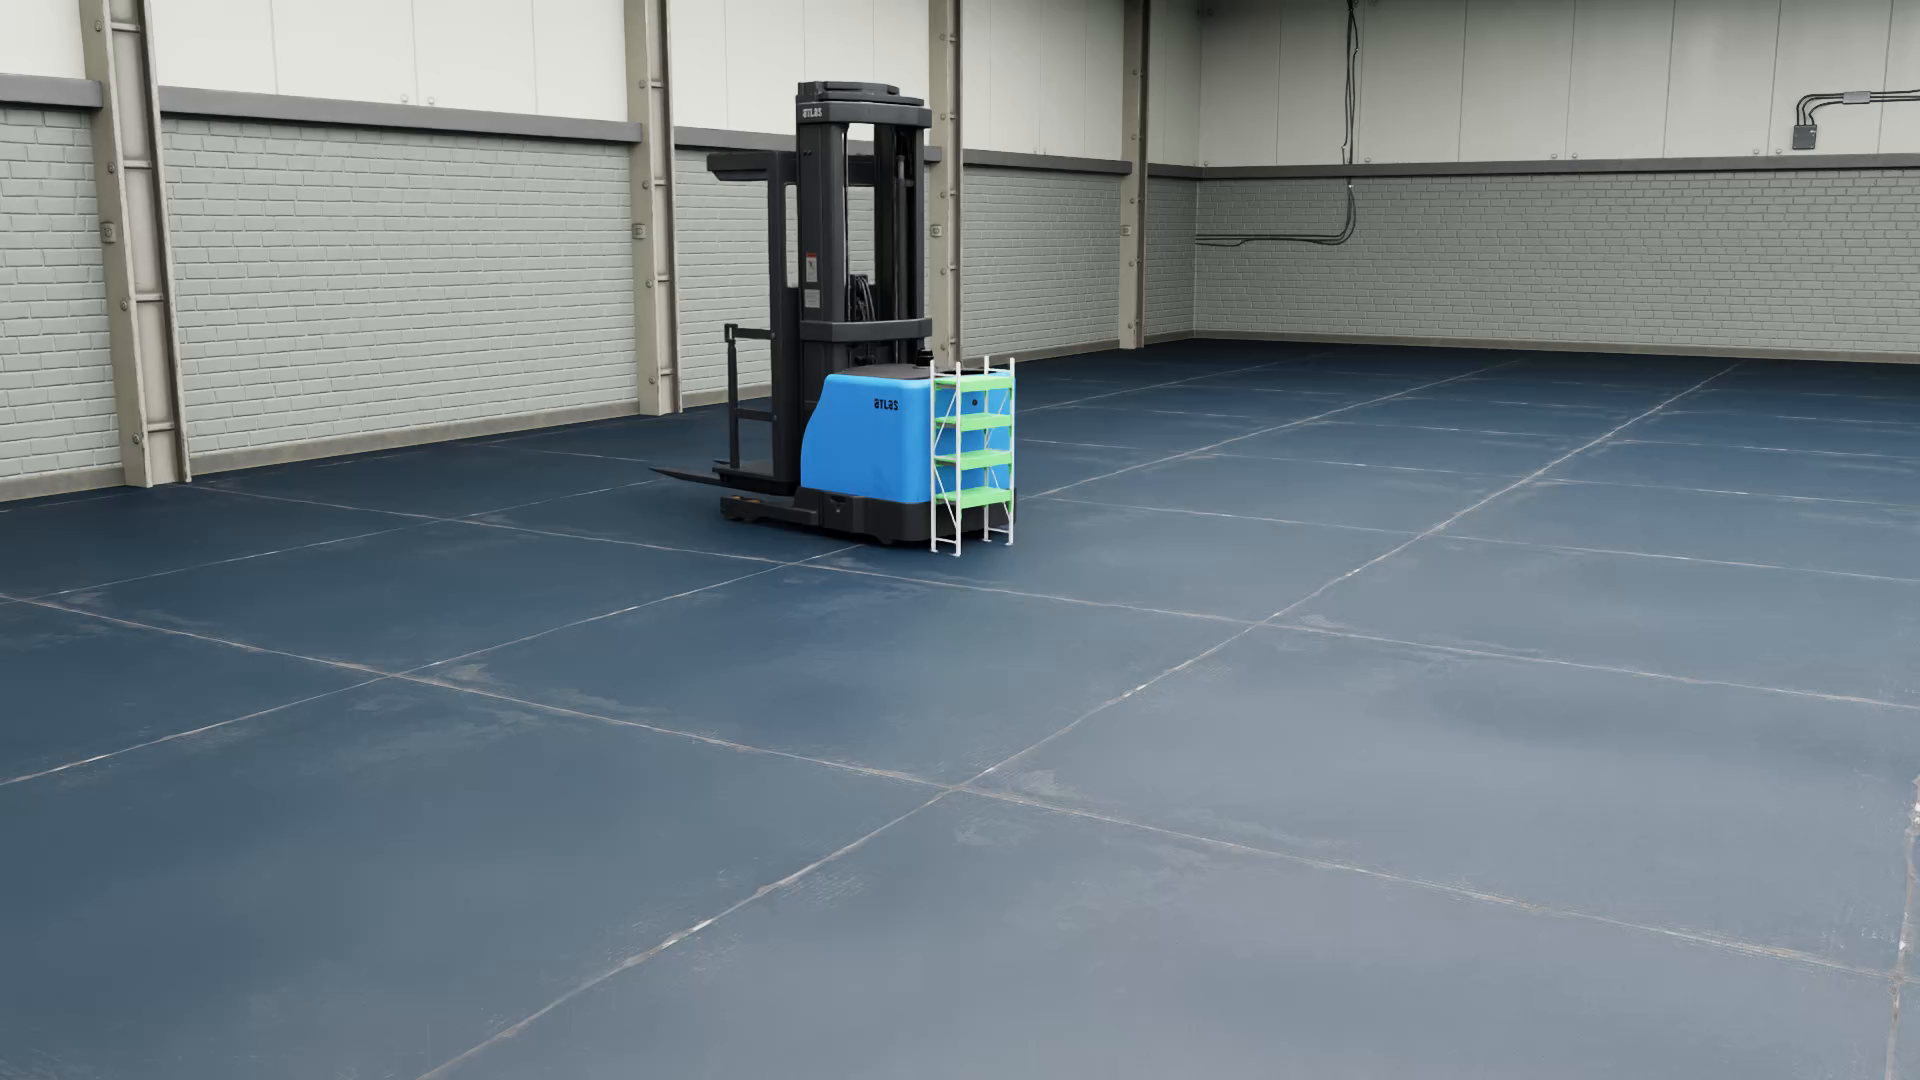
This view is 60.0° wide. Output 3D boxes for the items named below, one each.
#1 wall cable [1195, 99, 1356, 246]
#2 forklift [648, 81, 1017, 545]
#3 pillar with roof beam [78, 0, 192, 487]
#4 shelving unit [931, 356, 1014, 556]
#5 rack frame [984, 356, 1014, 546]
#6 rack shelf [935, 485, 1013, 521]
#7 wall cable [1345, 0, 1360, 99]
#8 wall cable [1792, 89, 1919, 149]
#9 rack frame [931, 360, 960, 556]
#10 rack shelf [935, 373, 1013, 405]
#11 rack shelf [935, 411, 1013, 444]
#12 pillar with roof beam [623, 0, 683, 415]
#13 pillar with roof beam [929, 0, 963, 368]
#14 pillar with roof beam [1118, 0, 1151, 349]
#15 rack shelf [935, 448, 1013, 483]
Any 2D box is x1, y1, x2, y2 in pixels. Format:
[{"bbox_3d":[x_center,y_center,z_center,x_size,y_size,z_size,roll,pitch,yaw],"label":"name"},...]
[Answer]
[{"bbox_3d":[5.582,-6.523,29.694,3.097,2.526,0.112,6,12,31],"label":"wall cable"},{"bbox_3d":[-1.032,-1.616,11.537,3.031,2.935,1.130,10,15,43],"label":"forklift"},{"bbox_3d":[-2.743,-4.470,10.290,9.100,9.000,0.400,6,12,31],"label":"pillar with roof beam"},{"bbox_3d":[0.079,-0.537,10.474,0.258,1.200,0.503,10,15,43],"label":"shelving unit"},{"bbox_3d":[0.248,-0.569,10.647,0.240,1.200,0.015,10,15,43],"label":"rack frame"},{"bbox_3d":[0.079,-0.238,10.530,0.258,0.148,0.480,10,15,43],"label":"rack shelf"},{"bbox_3d":[7.895,-8.747,27.849,3.097,2.526,0.112,6,12,31],"label":"wall cable"},{"bbox_3d":[13.688,-8.811,24.237,2.305,6.003,0.169,6,12,31],"label":"wall cable"},{"bbox_3d":[-0.090,-0.504,10.301,0.240,1.200,0.015,10,15,43],"label":"rack frame"},{"bbox_3d":[0.079,-0.946,10.397,0.258,0.148,0.480,10,15,43],"label":"rack shelf"},{"bbox_3d":[0.079,-0.710,10.441,0.258,0.148,0.480,10,15,43],"label":"rack shelf"},{"bbox_3d":[0.372,-5.413,15.331,9.100,9.000,0.400,6,12,31],"label":"pillar with roof beam"},{"bbox_3d":[3.487,-6.357,20.371,9.100,9.000,0.400,6,12,31],"label":"pillar with roof beam"},{"bbox_3d":[6.602,-7.301,25.411,9.100,9.000,0.400,6,12,31],"label":"pillar with roof beam"},{"bbox_3d":[0.079,-0.474,10.486,0.258,0.148,0.480,10,15,43],"label":"rack shelf"}]
